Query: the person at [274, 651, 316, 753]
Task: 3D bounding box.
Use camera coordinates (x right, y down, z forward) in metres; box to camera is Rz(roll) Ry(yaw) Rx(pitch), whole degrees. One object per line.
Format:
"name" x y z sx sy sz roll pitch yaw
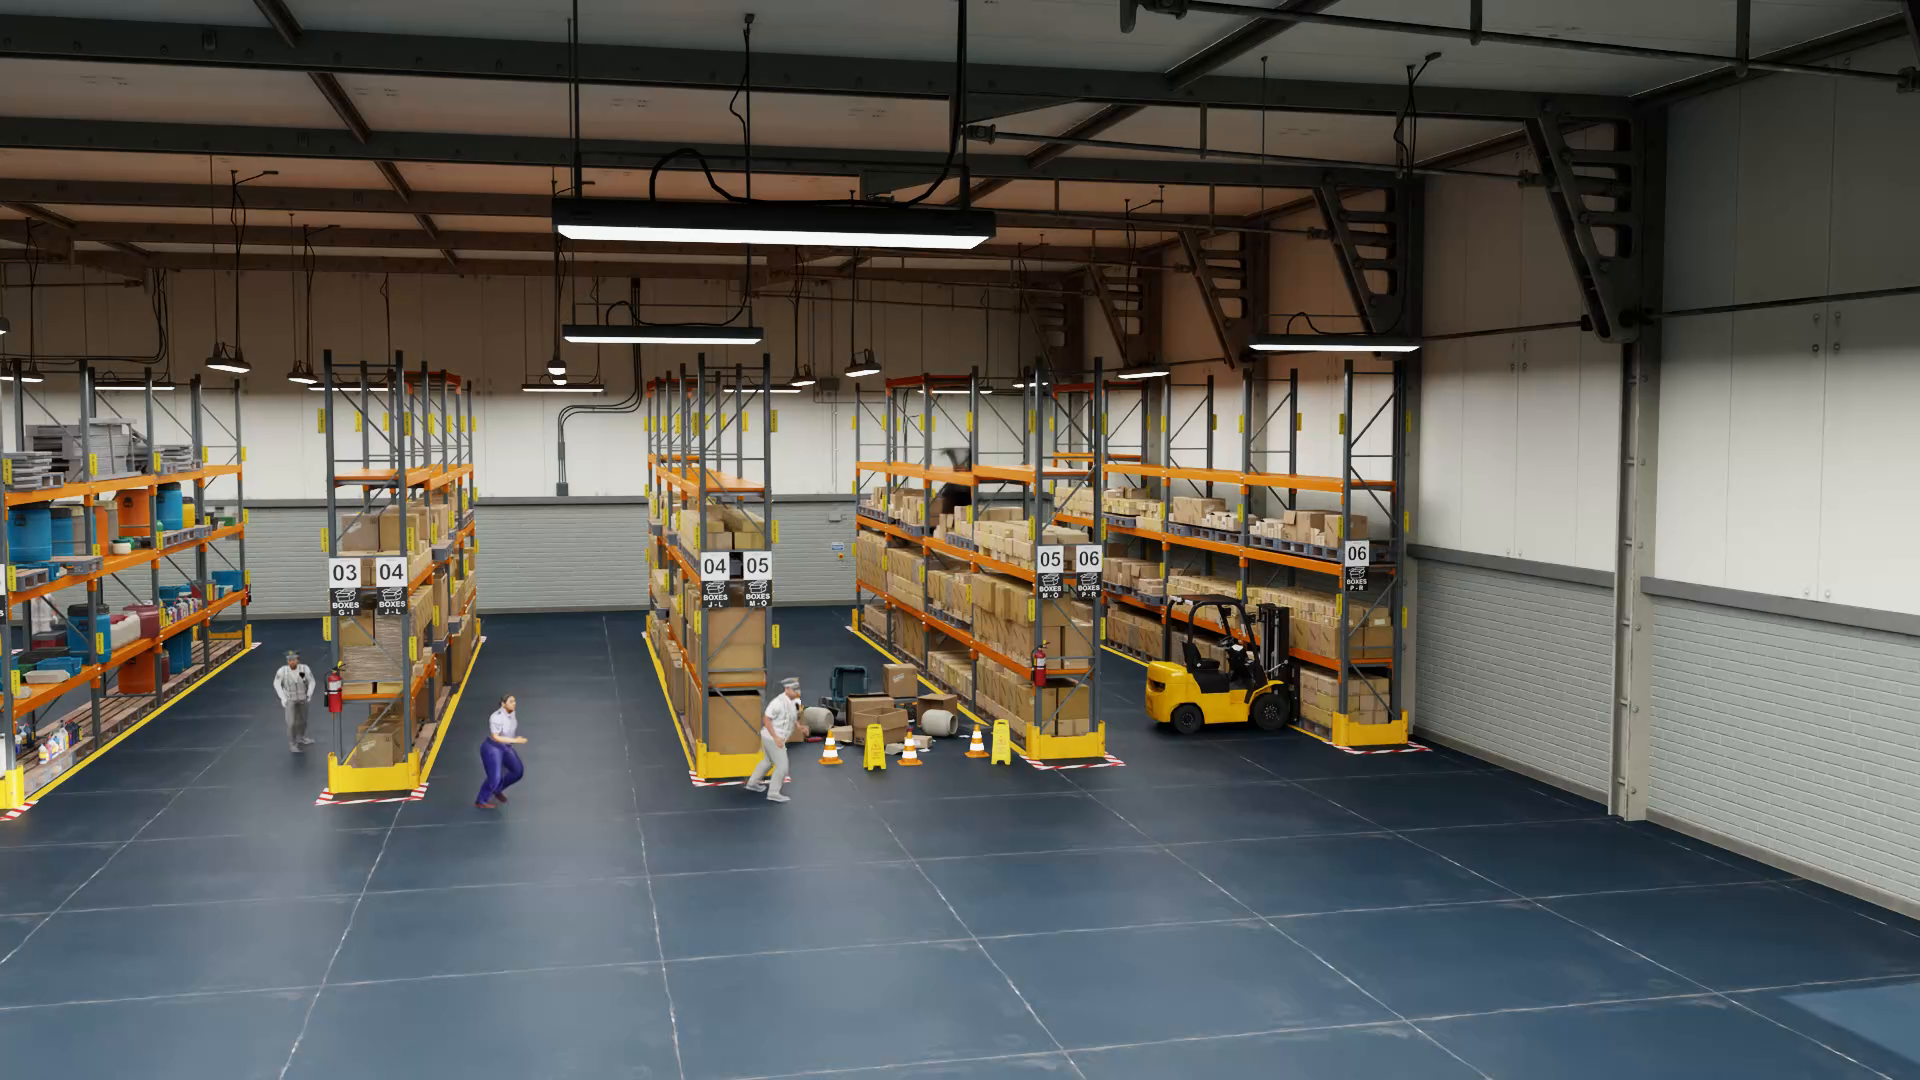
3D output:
"person" -10.173 2.441 25.474 0.629 1.594 0.844 -3 5 -35

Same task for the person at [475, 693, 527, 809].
"person" -5.946 2.738 21.598 0.795 1.551 0.605 1 4 20

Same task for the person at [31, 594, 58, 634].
"person" -19.301 1.712 34.922 0.659 1.728 0.643 -1 4 -19

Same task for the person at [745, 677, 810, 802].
"person" -2.460 2.634 22.165 0.907 1.675 0.711 1 4 9
